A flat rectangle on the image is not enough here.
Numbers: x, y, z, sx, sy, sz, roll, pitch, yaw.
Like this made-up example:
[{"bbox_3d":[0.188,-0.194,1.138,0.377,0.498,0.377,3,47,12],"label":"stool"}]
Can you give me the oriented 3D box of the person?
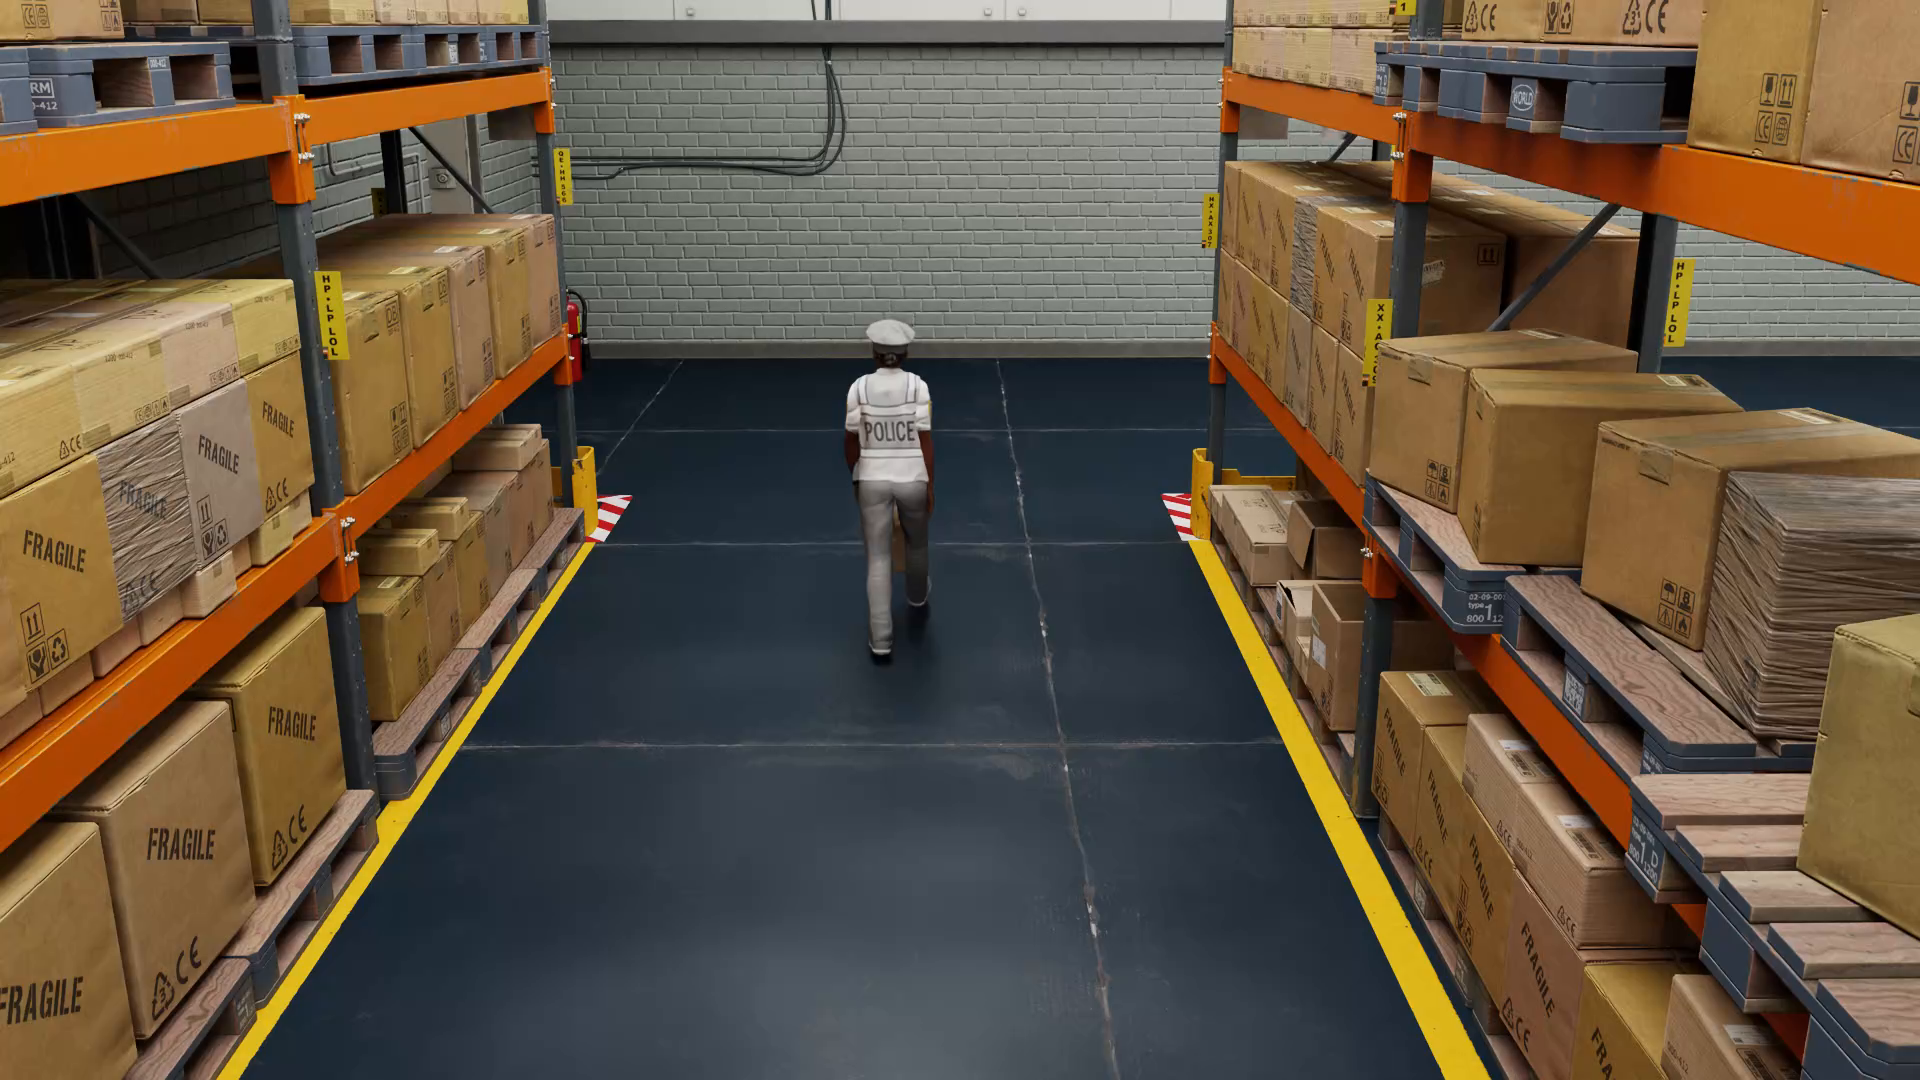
[{"bbox_3d":[-0.363,-0.318,8.563,0.462,1.611,1.023,0,17,-1],"label":"person"}]
